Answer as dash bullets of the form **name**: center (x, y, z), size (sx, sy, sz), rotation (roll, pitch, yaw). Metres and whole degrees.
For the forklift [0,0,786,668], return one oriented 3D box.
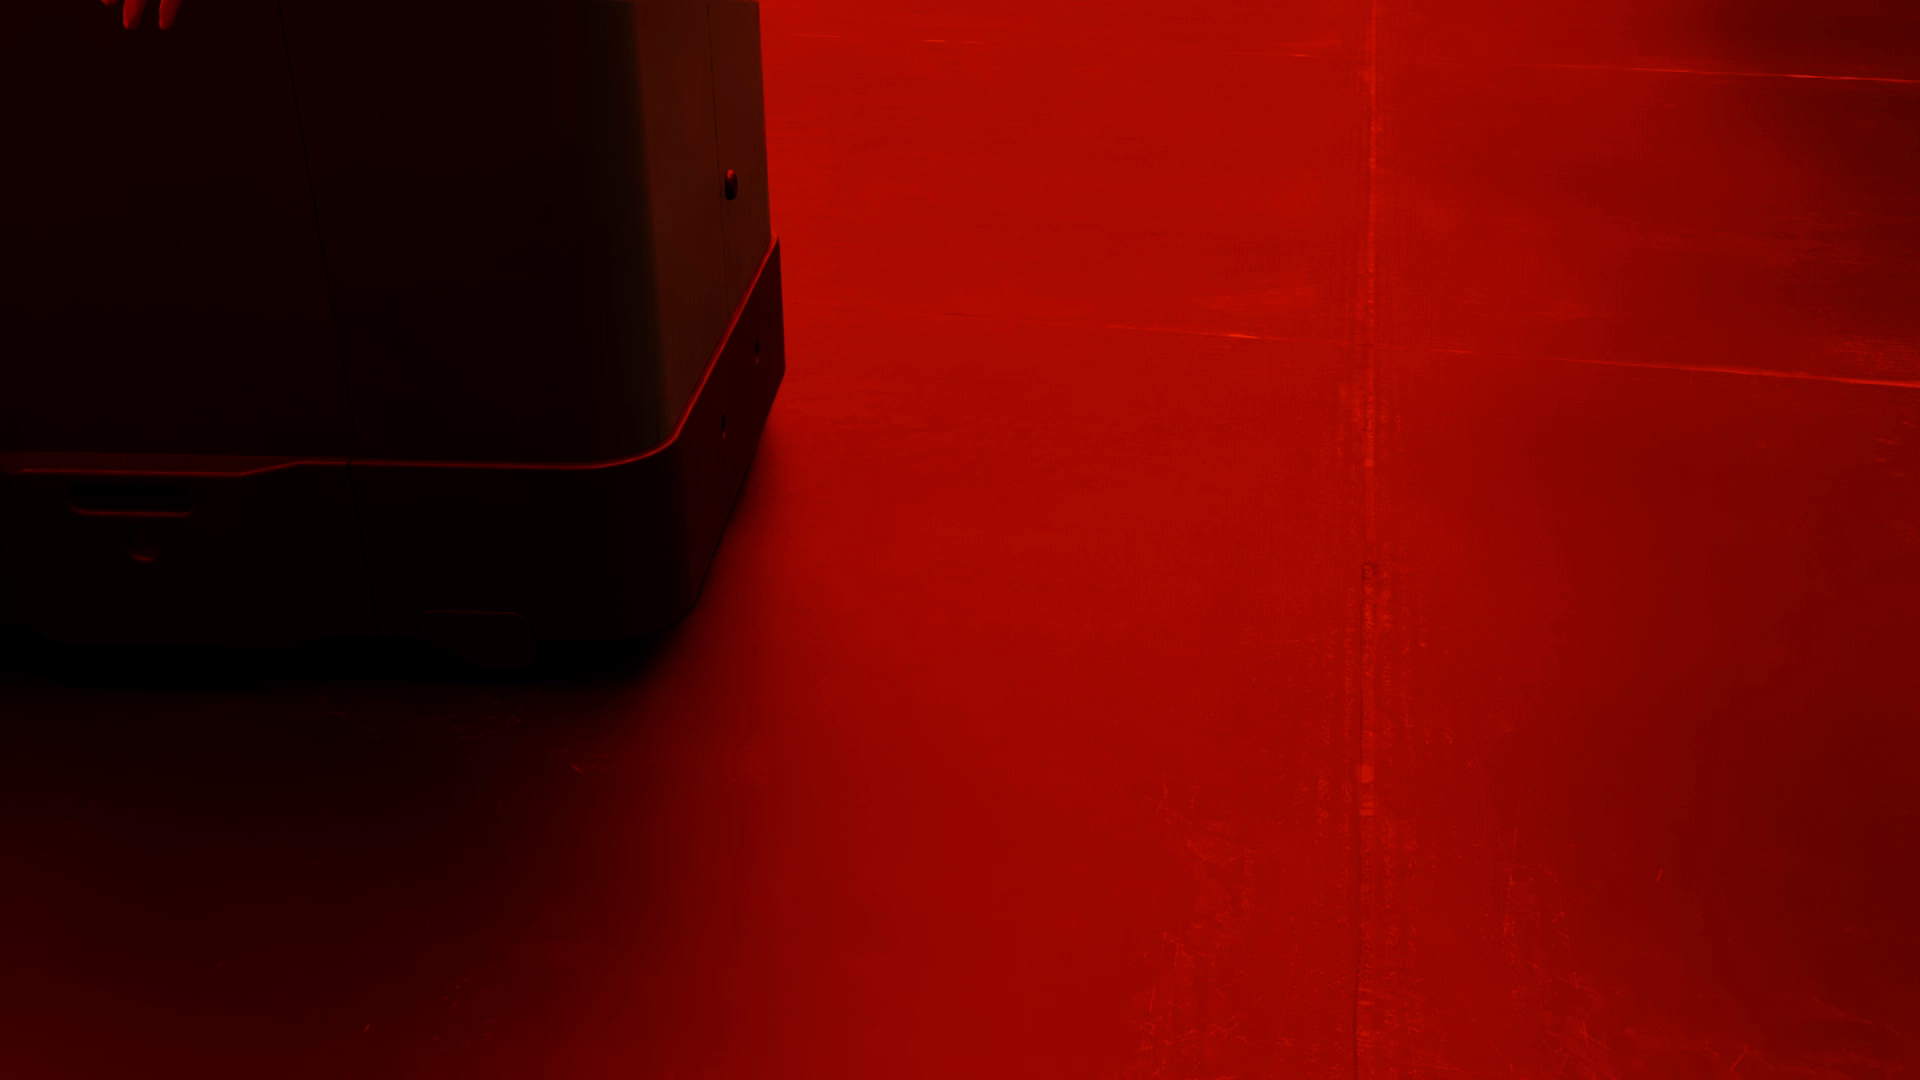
- **forklift**: center (-1.841, -1.383, 1.988), size (3.031, 2.935, 1.130), rotation (1, 27, 2)

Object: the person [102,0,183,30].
- **person**: center (-0.705, -0.640, 2.075), size (0.650, 1.637, 0.859), rotation (-11, 29, -21)
